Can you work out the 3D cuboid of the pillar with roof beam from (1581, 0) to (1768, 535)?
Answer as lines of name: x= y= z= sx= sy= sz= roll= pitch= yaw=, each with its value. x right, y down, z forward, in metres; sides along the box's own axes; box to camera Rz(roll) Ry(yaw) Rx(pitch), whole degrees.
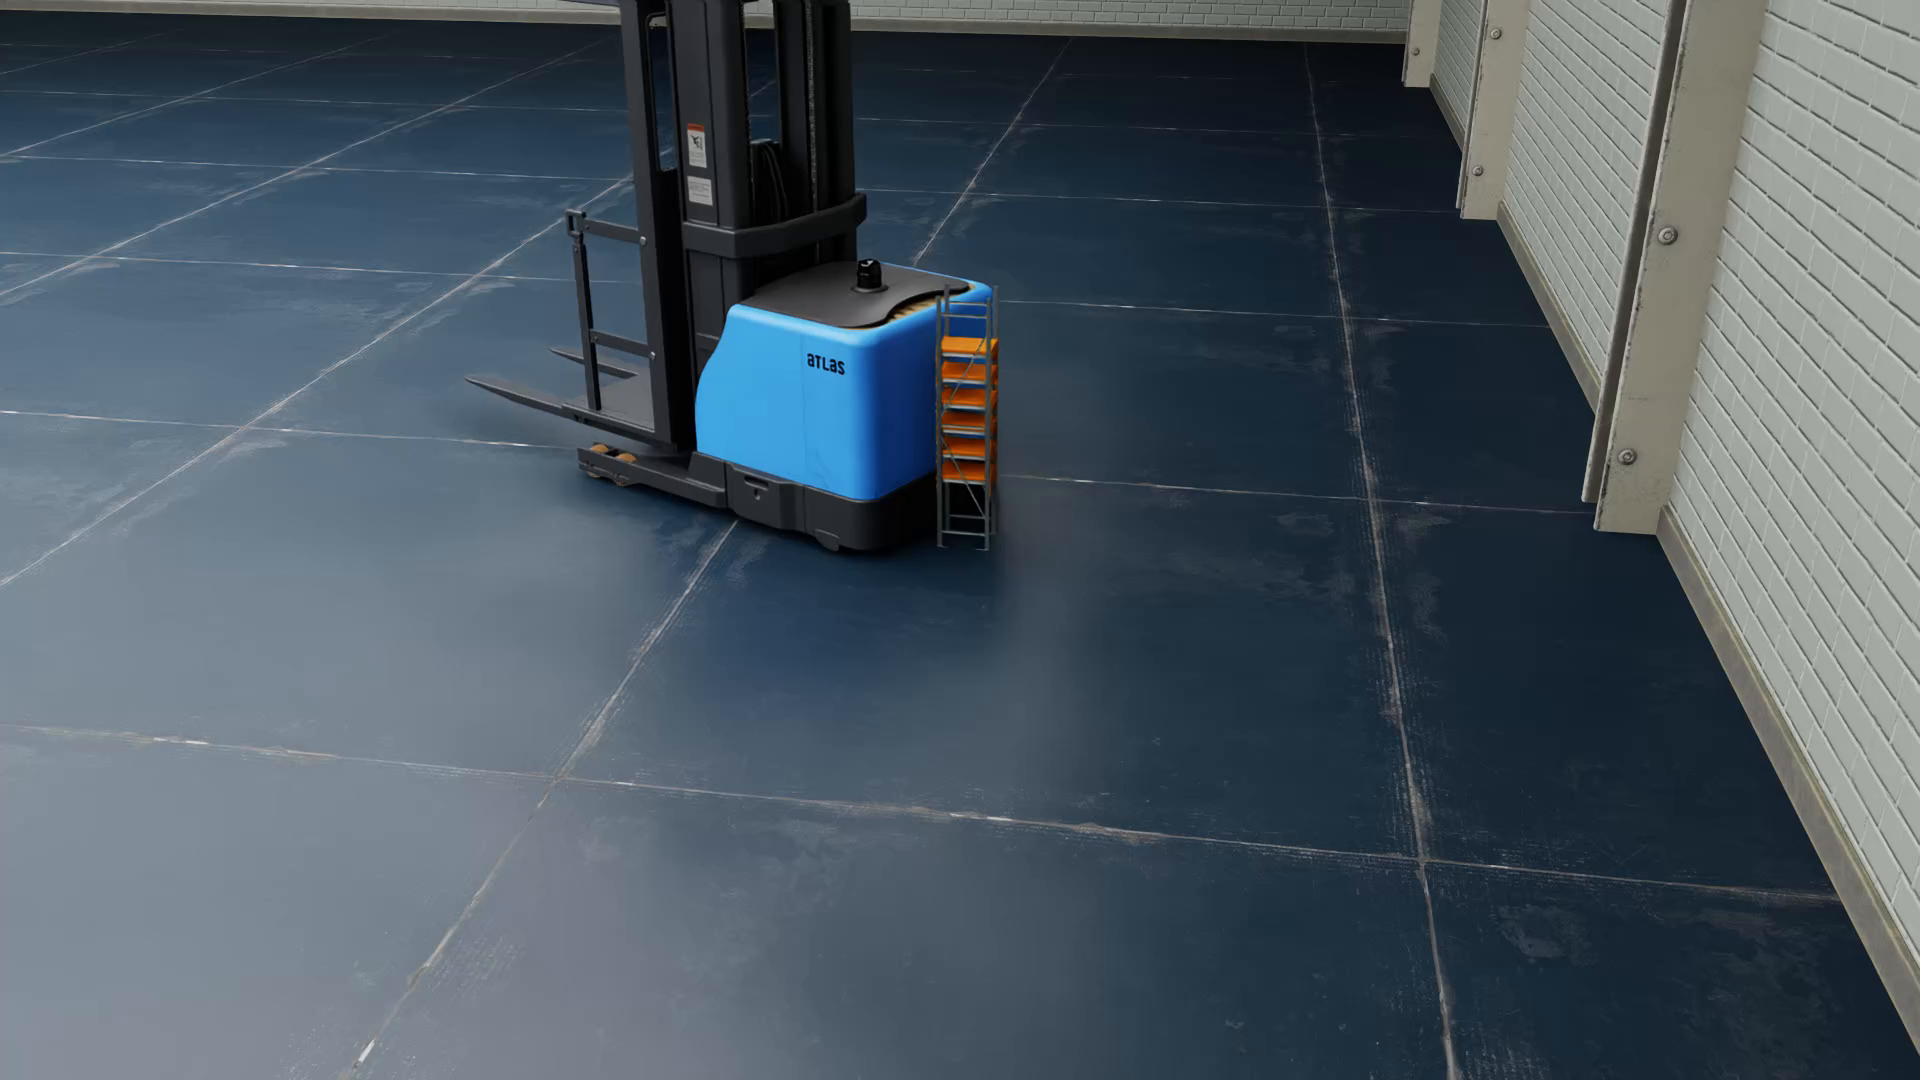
pillar with roof beam: x=-1.065 y=-4.490 z=6.728 sx=9.100 sy=9.000 sz=0.400 roll=4 pitch=25 yaw=9

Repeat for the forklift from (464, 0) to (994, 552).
forklift: x=-1.313 y=-1.755 z=8.043 sx=3.031 sy=2.935 sz=1.130 roll=17 pitch=30 yaw=32

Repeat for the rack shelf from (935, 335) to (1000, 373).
rack shelf: x=0.033 y=-0.825 z=7.352 sx=0.258 sy=0.103 sz=0.180 roll=5 pitch=25 yaw=10

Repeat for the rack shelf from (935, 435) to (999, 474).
rack shelf: x=0.033 y=-0.390 z=7.555 sx=0.258 sy=0.103 sz=0.180 roll=5 pitch=25 yaw=10

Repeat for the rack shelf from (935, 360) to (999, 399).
rack shelf: x=0.033 y=-0.716 z=7.403 sx=0.258 sy=0.103 sz=0.180 roll=5 pitch=25 yaw=10

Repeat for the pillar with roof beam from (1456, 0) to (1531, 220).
pillar with roof beam: x=-0.084 y=-7.000 z=12.089 sx=9.100 sy=9.000 sz=0.400 roll=4 pitch=25 yaw=9

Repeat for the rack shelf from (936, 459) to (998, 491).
rack shelf: x=0.033 y=-0.281 z=7.606 sx=0.258 sy=0.103 sz=0.180 roll=5 pitch=25 yaw=10

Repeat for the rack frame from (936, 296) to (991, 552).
rack frame: x=0.016 y=-0.501 z=7.404 sx=0.240 sy=1.200 sz=0.006 roll=5 pitch=25 yaw=10

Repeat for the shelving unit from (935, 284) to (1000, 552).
shelving unit: x=0.033 y=-0.539 z=7.486 sx=0.258 sy=1.200 sz=0.189 roll=5 pitch=25 yaw=10

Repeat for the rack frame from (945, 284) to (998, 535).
rack frame: x=0.050 y=-0.577 z=7.567 sx=0.240 sy=1.200 sz=0.006 roll=5 pitch=25 yaw=10

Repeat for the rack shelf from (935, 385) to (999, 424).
rack shelf: x=0.033 y=-0.607 z=7.454 sx=0.258 sy=0.103 sz=0.180 roll=5 pitch=25 yaw=10

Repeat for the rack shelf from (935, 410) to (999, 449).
rack shelf: x=0.033 y=-0.499 z=7.504 sx=0.258 sy=0.103 sz=0.180 roll=5 pitch=25 yaw=10

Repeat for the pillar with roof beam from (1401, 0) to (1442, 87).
pillar with roof beam: x=0.897 y=-9.509 z=17.450 sx=9.100 sy=9.000 sz=0.400 roll=4 pitch=25 yaw=9
